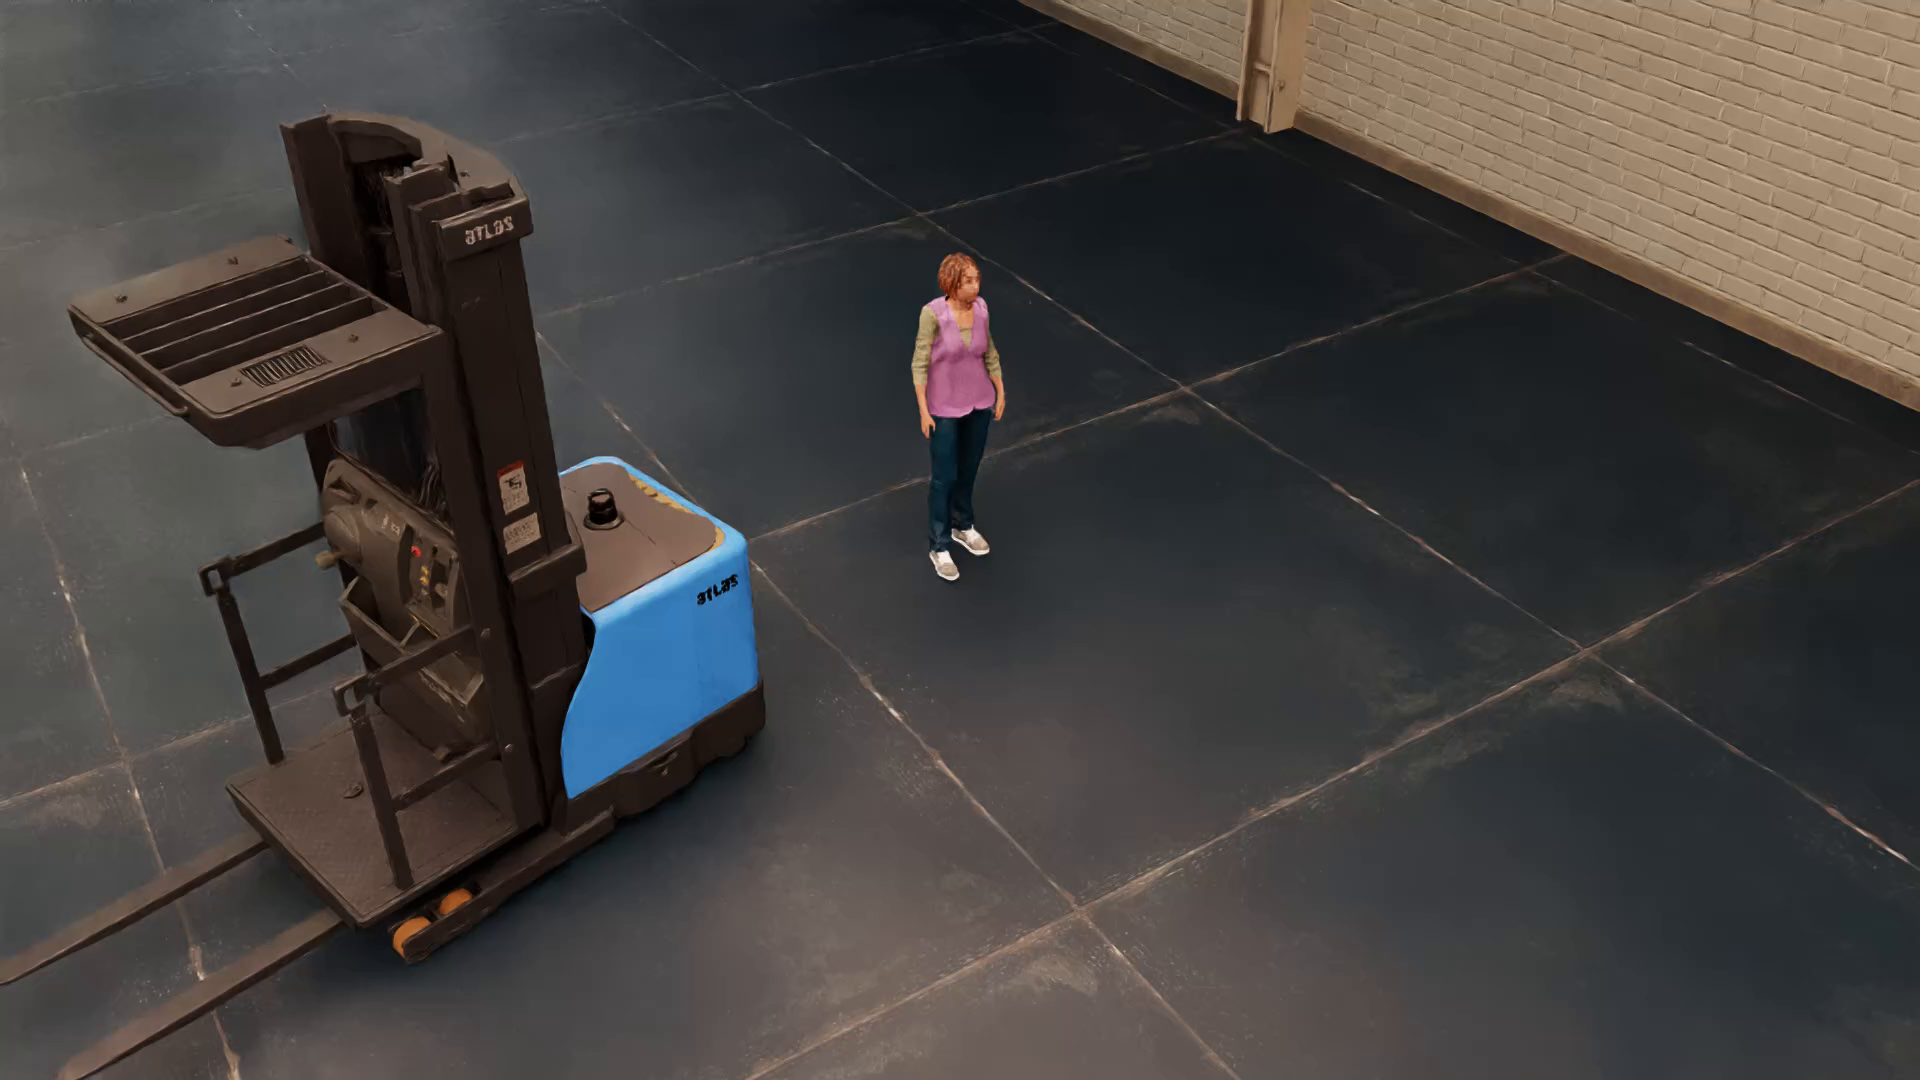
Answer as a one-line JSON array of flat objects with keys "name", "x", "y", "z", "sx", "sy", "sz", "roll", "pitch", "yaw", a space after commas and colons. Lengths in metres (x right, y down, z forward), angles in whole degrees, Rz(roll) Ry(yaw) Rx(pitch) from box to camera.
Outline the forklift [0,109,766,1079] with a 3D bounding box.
[{"name": "forklift", "x": -2.250, "y": 0.082, "z": 6.031, "sx": 1.130, "sy": 2.935, "sz": 3.031, "roll": 29, "pitch": 44, "yaw": 35}]

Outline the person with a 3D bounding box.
[{"name": "person", "x": 0.029, "y": -0.619, "z": 8.177, "sx": 0.520, "sy": 1.597, "sz": 0.474, "roll": -21, "pitch": 40, "yaw": -27}]
